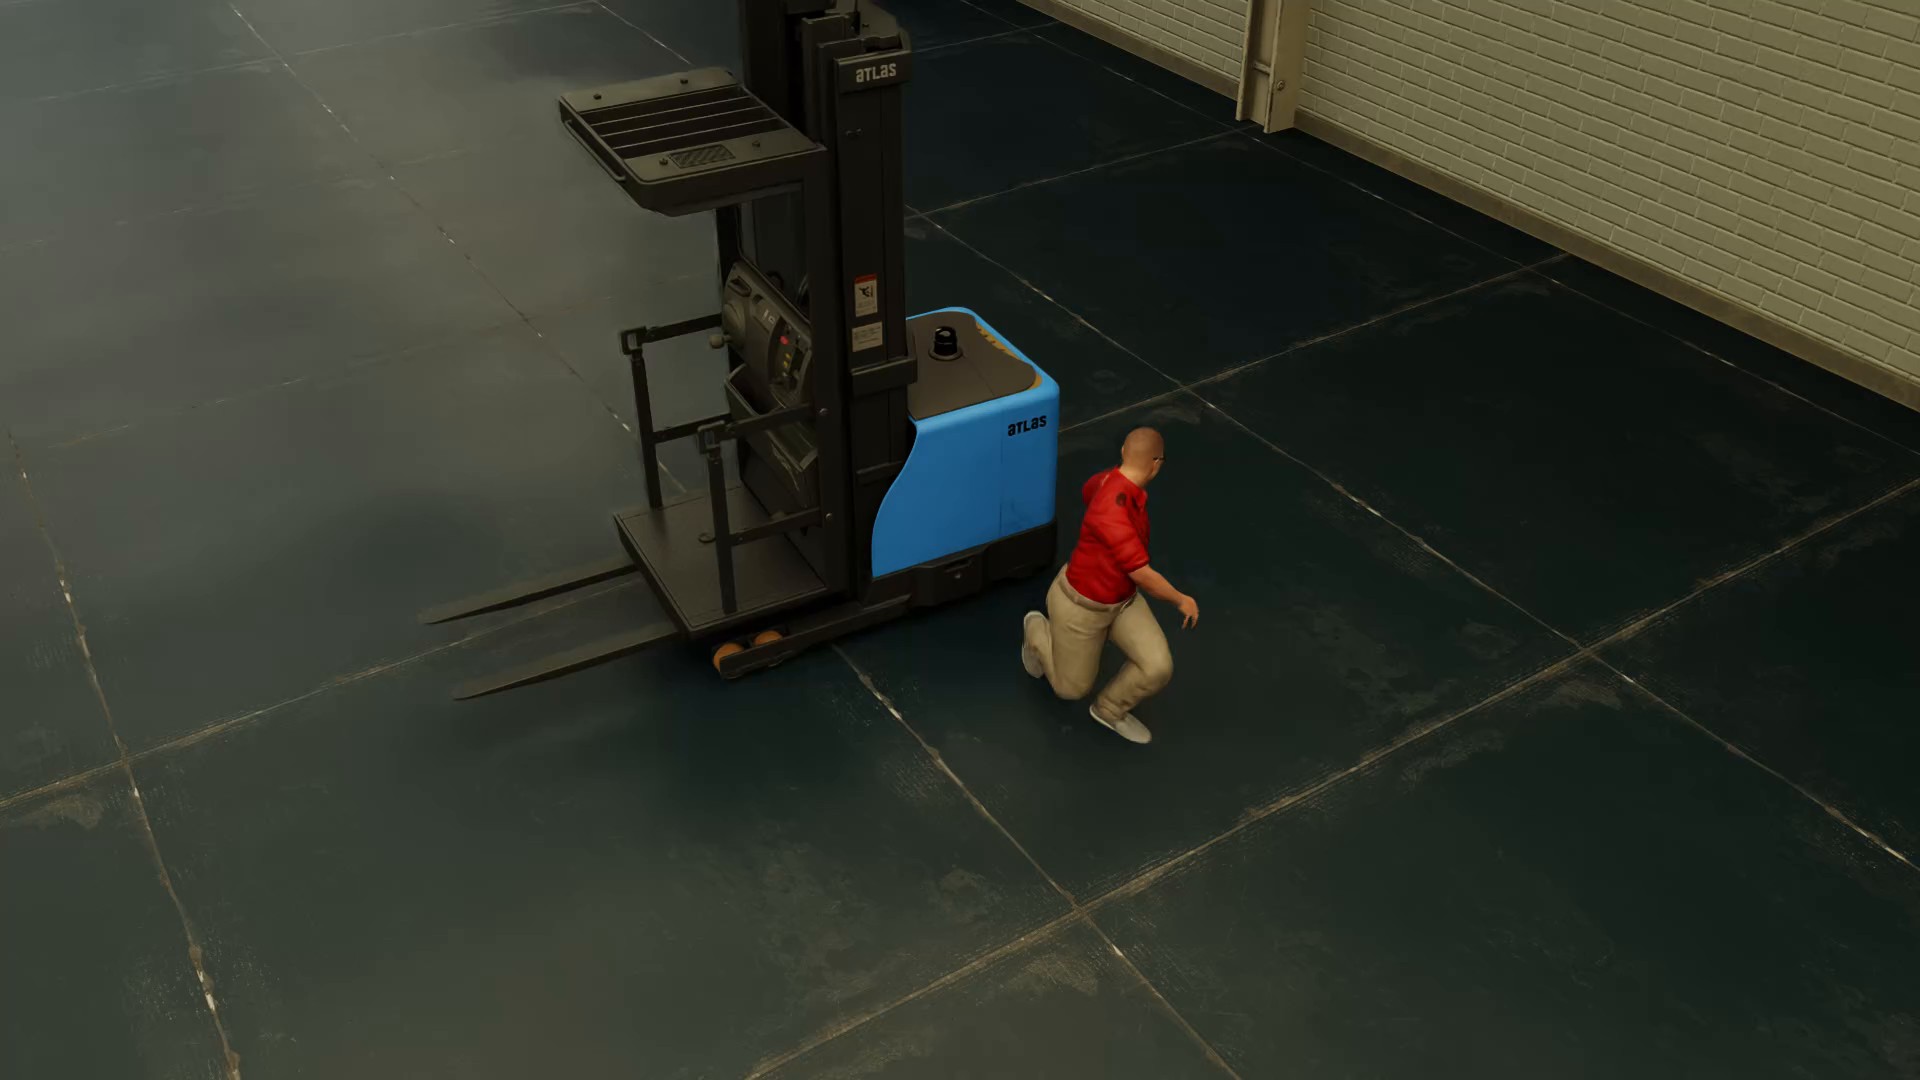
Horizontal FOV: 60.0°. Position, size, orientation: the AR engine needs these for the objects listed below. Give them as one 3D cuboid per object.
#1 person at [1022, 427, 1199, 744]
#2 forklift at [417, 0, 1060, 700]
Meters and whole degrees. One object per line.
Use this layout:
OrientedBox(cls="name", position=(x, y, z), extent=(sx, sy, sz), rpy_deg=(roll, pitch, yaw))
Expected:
OrientedBox(cls="person", position=(0.643, 0.168, 7.202), extent=(0.896, 1.509, 0.636), rpy_deg=(26, 43, 32))
OrientedBox(cls="forklift", position=(-1.053, -0.898, 7.426), extent=(3.031, 2.935, 1.130), rpy_deg=(-17, 39, -23))
